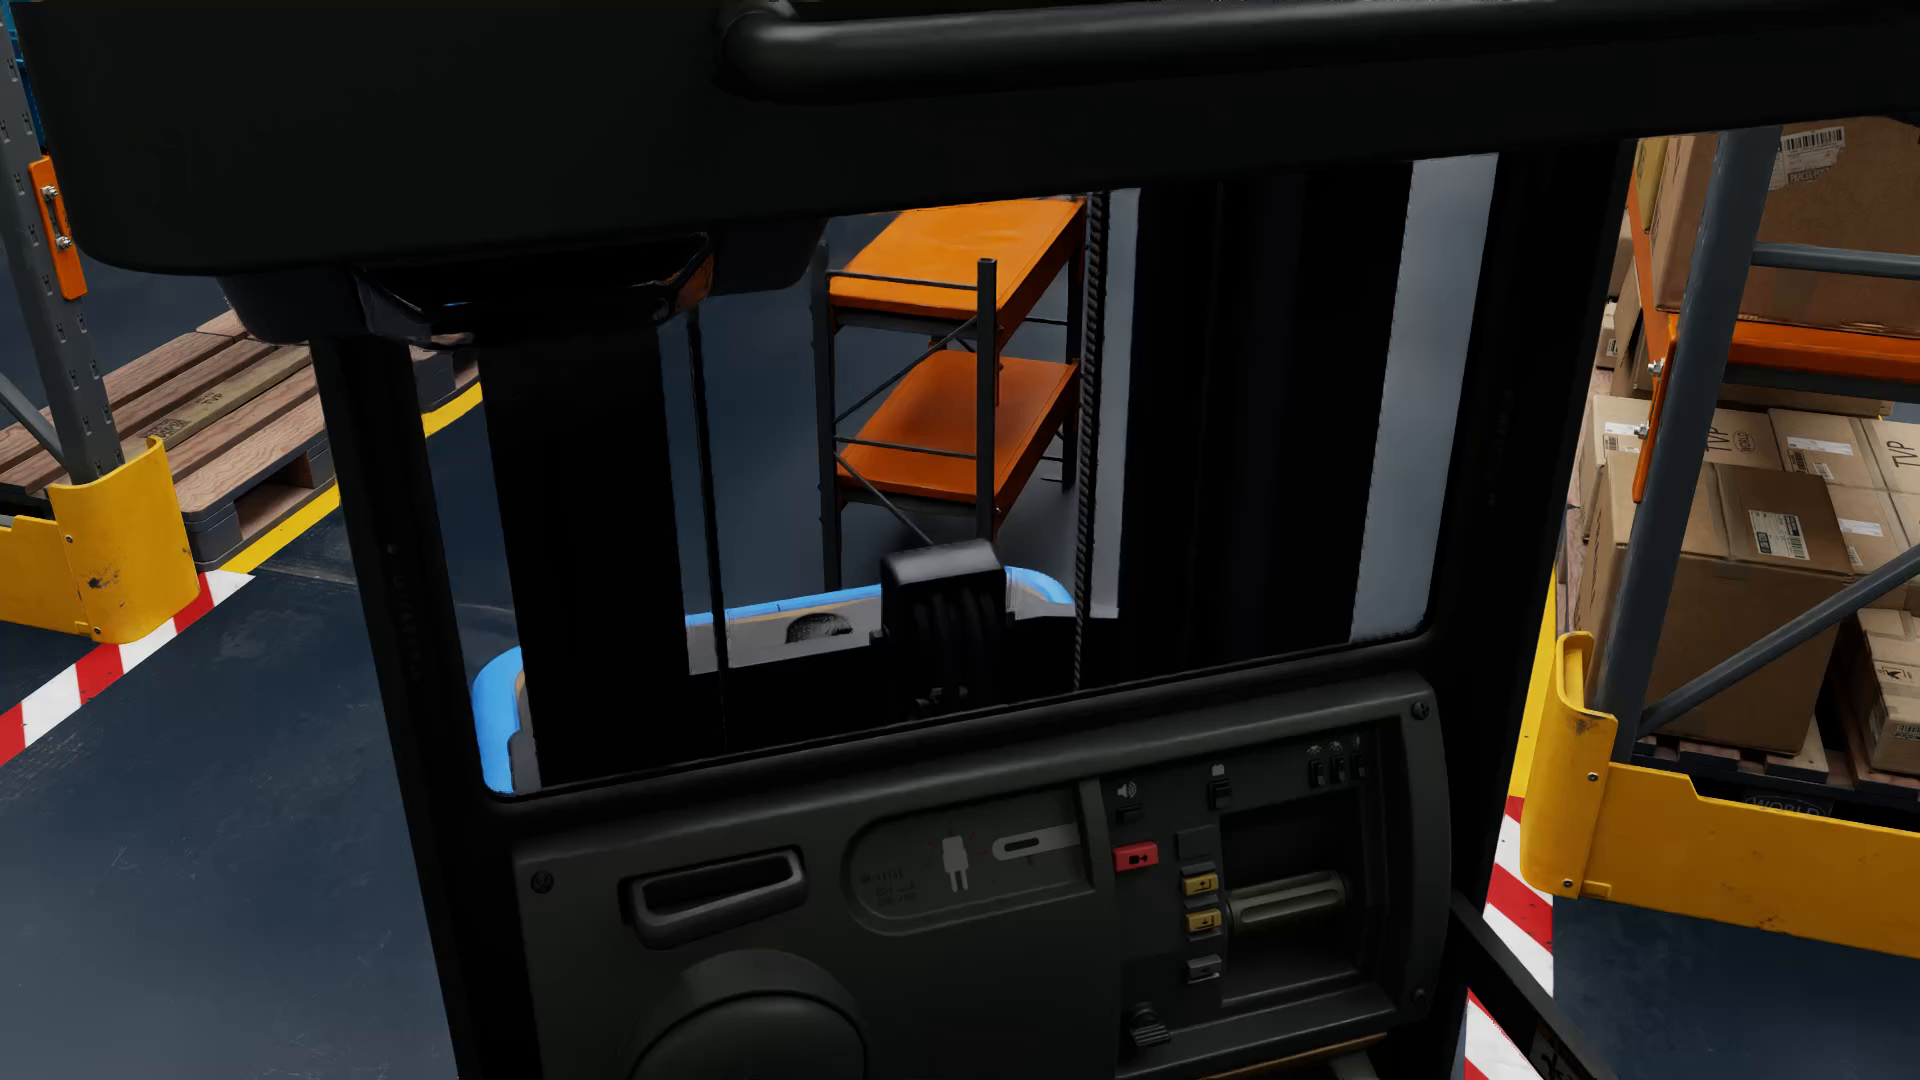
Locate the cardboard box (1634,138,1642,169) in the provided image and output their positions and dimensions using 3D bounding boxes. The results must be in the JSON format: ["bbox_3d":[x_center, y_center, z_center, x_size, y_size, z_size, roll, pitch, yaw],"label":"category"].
[{"bbox_3d":[2.044,-1.236,4.284,0.500,0.500,0.500,9,30,15],"label":"cardboard box"}]

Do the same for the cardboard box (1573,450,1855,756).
[{"bbox_3d":[1.796,0.139,4.033,0.500,0.500,0.500,8,30,15],"label":"cardboard box"}]

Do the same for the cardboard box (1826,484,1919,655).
[{"bbox_3d":[2.449,0.092,4.375,0.500,0.250,0.500,8,30,15],"label":"cardboard box"}]

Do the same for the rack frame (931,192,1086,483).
[{"bbox_3d":[0.147,-0.725,5.396,0.500,1.125,0.032,8,30,15],"label":"rack frame"}]

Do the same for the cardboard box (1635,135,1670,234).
[{"bbox_3d":[1.892,-1.005,3.869,0.500,0.500,0.500,9,30,15],"label":"cardboard box"}]

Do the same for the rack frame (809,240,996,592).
[{"bbox_3d":[-0.151,-0.252,4.546,0.500,1.125,0.032,8,30,15],"label":"rack frame"}]

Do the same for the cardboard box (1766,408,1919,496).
[{"bbox_3d":[2.596,-0.141,4.793,0.500,0.250,0.500,8,30,15],"label":"cardboard box"}]

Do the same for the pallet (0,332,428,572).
[{"bbox_3d":[-2.583,-0.341,5.645,1.003,0.211,1.213,8,30,15],"label":"pallet"}]

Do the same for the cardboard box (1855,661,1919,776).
[{"bbox_3d":[2.323,0.435,3.862,0.380,0.149,0.250,8,30,15],"label":"cardboard box"}]

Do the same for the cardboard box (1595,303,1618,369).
[{"bbox_3d":[2.472,-0.718,5.918,0.380,0.166,0.250,8,30,15],"label":"cardboard box"}]

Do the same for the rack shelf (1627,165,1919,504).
[{"bbox_3d":[2.459,-1.088,4.860,1.077,0.370,4.000,8,30,15],"label":"rack shelf"}]

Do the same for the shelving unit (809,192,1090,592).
[{"bbox_3d":[-0.002,-0.488,4.971,0.538,1.125,1.048,8,30,15],"label":"shelving unit"}]

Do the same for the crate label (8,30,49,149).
[{"bbox_3d":[-2.475,-1.202,4.436,0.416,0.233,0.303,8,30,15],"label":"crate label"}]

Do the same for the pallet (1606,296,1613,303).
[{"bbox_3d":[2.844,-0.794,6.461,1.003,0.211,1.213,8,30,15],"label":"pallet"}]

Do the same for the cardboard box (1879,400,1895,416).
[{"bbox_3d":[2.930,-0.695,5.728,0.500,0.311,0.500,8,30,15],"label":"cardboard box"}]

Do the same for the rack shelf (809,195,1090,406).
[{"bbox_3d":[-0.002,-0.744,4.829,0.538,0.278,1.000,8,30,15],"label":"rack shelf"}]

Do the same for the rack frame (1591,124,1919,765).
[{"bbox_3d":[1.872,-0.473,3.015,1.000,3.000,0.127,8,30,15],"label":"rack frame"}]

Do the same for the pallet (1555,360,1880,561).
[{"bbox_3d":[2.487,-0.225,5.438,1.003,0.211,1.213,8,30,15],"label":"pallet"}]

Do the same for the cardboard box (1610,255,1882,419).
[{"bbox_3d":[2.499,-0.559,5.285,0.797,0.503,0.637,8,30,15],"label":"cardboard box"}]

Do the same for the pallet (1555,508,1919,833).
[{"bbox_3d":[2.127,0.340,4.422,1.003,0.211,1.213,8,30,15],"label":"pallet"}]

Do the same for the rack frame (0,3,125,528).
[{"bbox_3d":[-2.862,-1.181,4.288,1.000,3.000,0.127,8,30,15],"label":"rack frame"}]

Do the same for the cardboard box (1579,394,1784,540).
[{"bbox_3d":[2.104,-0.189,4.879,0.500,0.250,0.500,8,30,15],"label":"cardboard box"}]

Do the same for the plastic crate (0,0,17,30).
[{"bbox_3d":[-2.942,-1.405,4.593,0.616,0.435,0.499,8,30,15],"label":"plastic crate"}]

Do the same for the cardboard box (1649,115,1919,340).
[{"bbox_3d":[1.743,-0.764,3.434,0.500,0.500,0.500,9,30,16],"label":"cardboard box"}]

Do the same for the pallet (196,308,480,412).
[{"bbox_3d":[-2.223,-0.906,6.661,1.003,0.211,1.213,8,30,15],"label":"pallet"}]

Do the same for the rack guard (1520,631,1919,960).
[{"bbox_3d":[1.894,0.584,3.686,1.175,0.500,0.348,8,30,15],"label":"rack guard"}]

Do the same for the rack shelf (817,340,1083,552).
[{"bbox_3d":[-0.002,-0.275,5.090,0.538,0.278,1.000,8,30,15],"label":"rack shelf"}]

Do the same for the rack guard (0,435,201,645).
[{"bbox_3d":[-2.857,-0.076,4.873,1.175,0.500,0.348,8,30,15],"label":"rack guard"}]

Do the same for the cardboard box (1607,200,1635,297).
[{"bbox_3d":[2.716,-1.185,6.608,0.500,0.311,0.500,8,30,15],"label":"cardboard box"}]

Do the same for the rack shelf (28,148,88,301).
[{"bbox_3d":[-2.275,-1.797,6.134,1.077,0.370,4.000,8,30,15],"label":"rack shelf"}]

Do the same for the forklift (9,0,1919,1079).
[{"bbox_3d":[0.123,0.440,1.443,1.130,2.935,3.031,-9,30,-15],"label":"forklift"}]

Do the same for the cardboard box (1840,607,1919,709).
[{"bbox_3d":[2.397,0.311,4.067,0.380,0.166,0.250,8,30,15],"label":"cardboard box"}]
